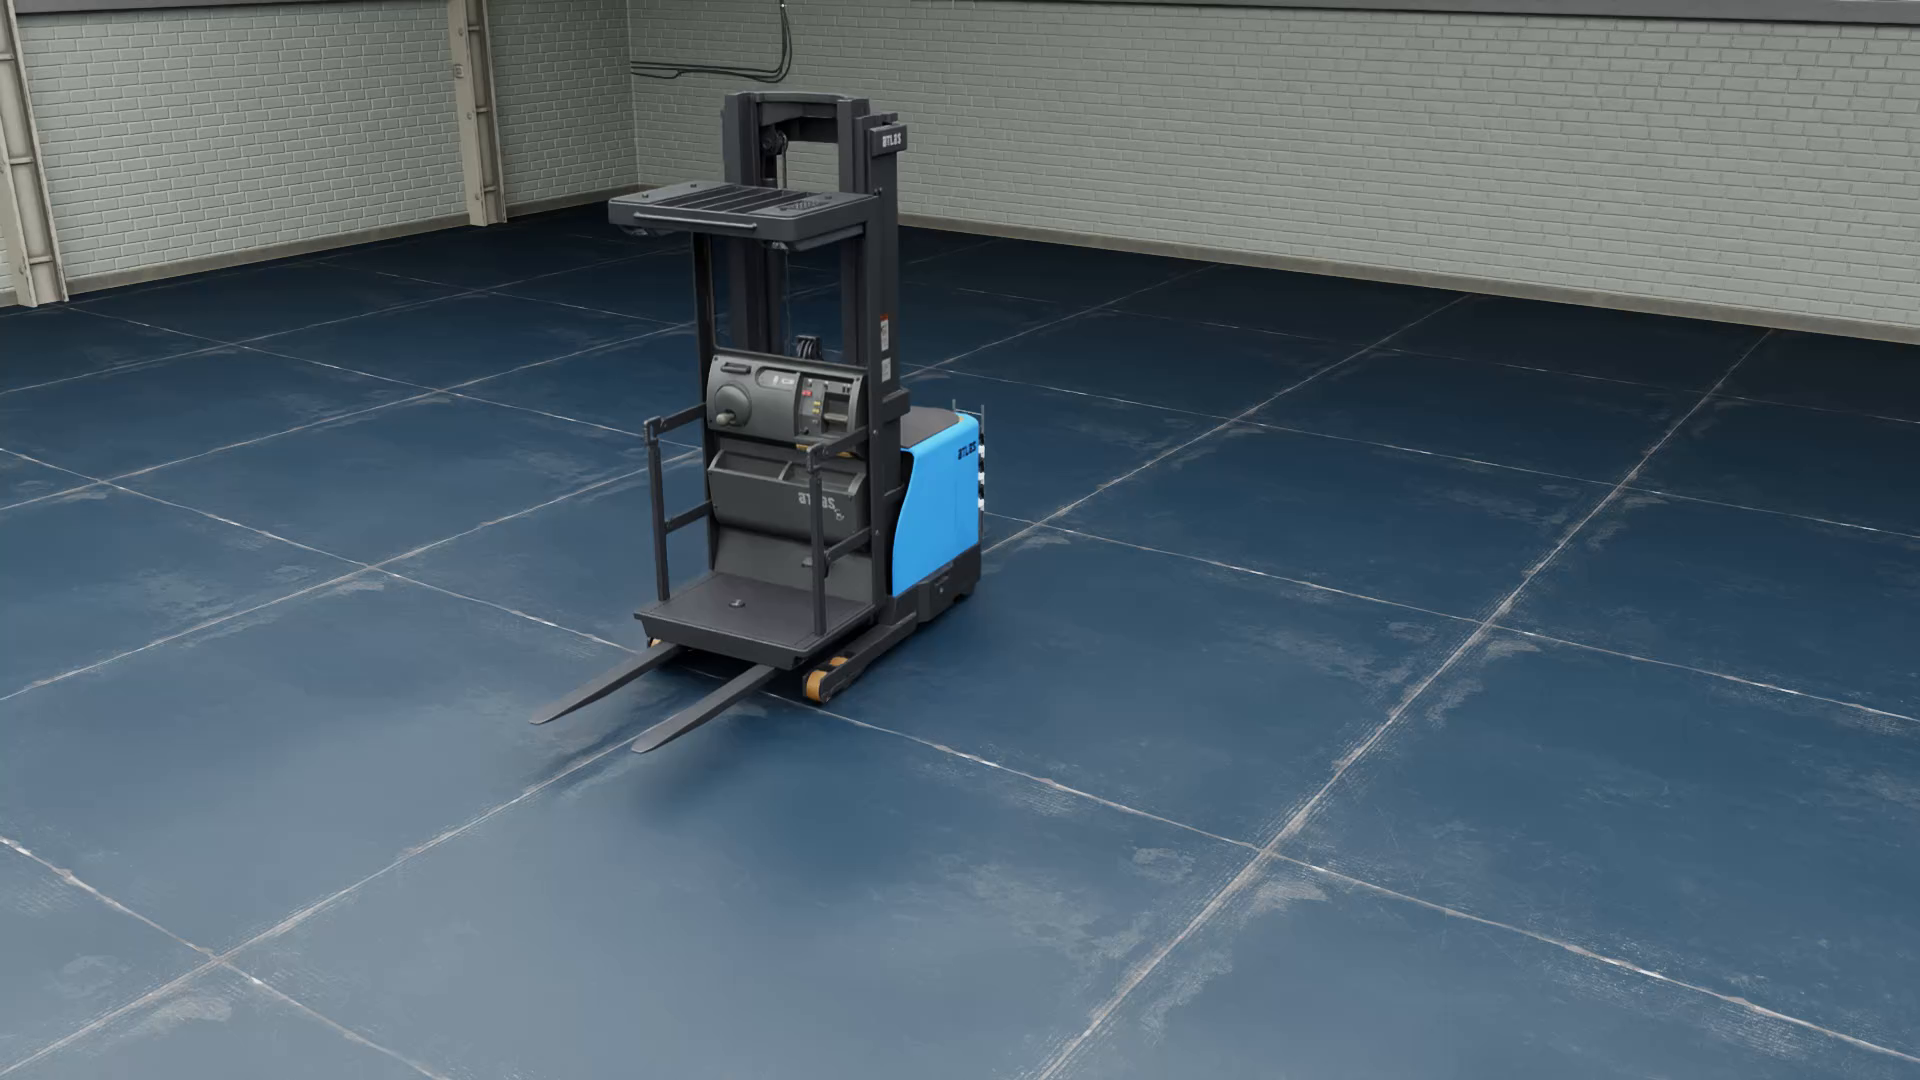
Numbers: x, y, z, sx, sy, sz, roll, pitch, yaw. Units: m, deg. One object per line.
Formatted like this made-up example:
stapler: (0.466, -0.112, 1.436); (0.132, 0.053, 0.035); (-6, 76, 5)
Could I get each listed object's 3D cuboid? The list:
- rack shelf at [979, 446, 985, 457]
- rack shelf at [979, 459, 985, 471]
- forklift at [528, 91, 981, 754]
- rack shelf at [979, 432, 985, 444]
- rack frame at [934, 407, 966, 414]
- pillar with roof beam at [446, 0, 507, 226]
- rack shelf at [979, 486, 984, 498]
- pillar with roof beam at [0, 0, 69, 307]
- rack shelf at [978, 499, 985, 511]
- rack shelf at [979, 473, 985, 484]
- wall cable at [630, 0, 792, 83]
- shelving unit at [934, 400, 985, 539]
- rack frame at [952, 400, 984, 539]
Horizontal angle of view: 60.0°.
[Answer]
rack shelf: (-0.005, -0.557, 10.552); (0.258, 0.077, 0.200); (13, 24, 32)
rack shelf: (-0.005, -0.473, 10.583); (0.258, 0.077, 0.200); (13, 24, 32)
forklift: (-1.019, -0.719, 8.484); (1.130, 2.935, 3.031); (11, 23, 26)
rack shelf: (-0.005, -0.642, 10.520); (0.258, 0.077, 0.200); (13, 24, 32)
rack frame: (-0.062, -0.391, 10.524); (0.240, 0.900, 0.006); (13, 24, 32)
pillar with roof beam: (-2.740, -7.612, 18.373); (9.100, 9.000, 0.400); (13, 24, 32)
rack shelf: (-0.005, -0.304, 10.645); (0.258, 0.077, 0.200); (13, 24, 32)
pillar with roof beam: (-6.113, -5.891, 13.719); (9.100, 9.000, 0.400); (13, 24, 32)
rack shelf: (-0.005, -0.220, 10.677); (0.258, 0.077, 0.200); (13, 24, 32)
rack shelf: (-0.005, -0.388, 10.614); (0.258, 0.077, 0.200); (13, 24, 32)
wall cable: (-3.551, -7.583, 22.769); (3.097, 2.526, 0.112); (13, 24, 32)
shelving unit: (-0.005, -0.420, 10.603); (0.258, 0.900, 0.210); (13, 24, 32)
rack frame: (0.053, -0.449, 10.681); (0.240, 0.900, 0.006); (13, 24, 32)
